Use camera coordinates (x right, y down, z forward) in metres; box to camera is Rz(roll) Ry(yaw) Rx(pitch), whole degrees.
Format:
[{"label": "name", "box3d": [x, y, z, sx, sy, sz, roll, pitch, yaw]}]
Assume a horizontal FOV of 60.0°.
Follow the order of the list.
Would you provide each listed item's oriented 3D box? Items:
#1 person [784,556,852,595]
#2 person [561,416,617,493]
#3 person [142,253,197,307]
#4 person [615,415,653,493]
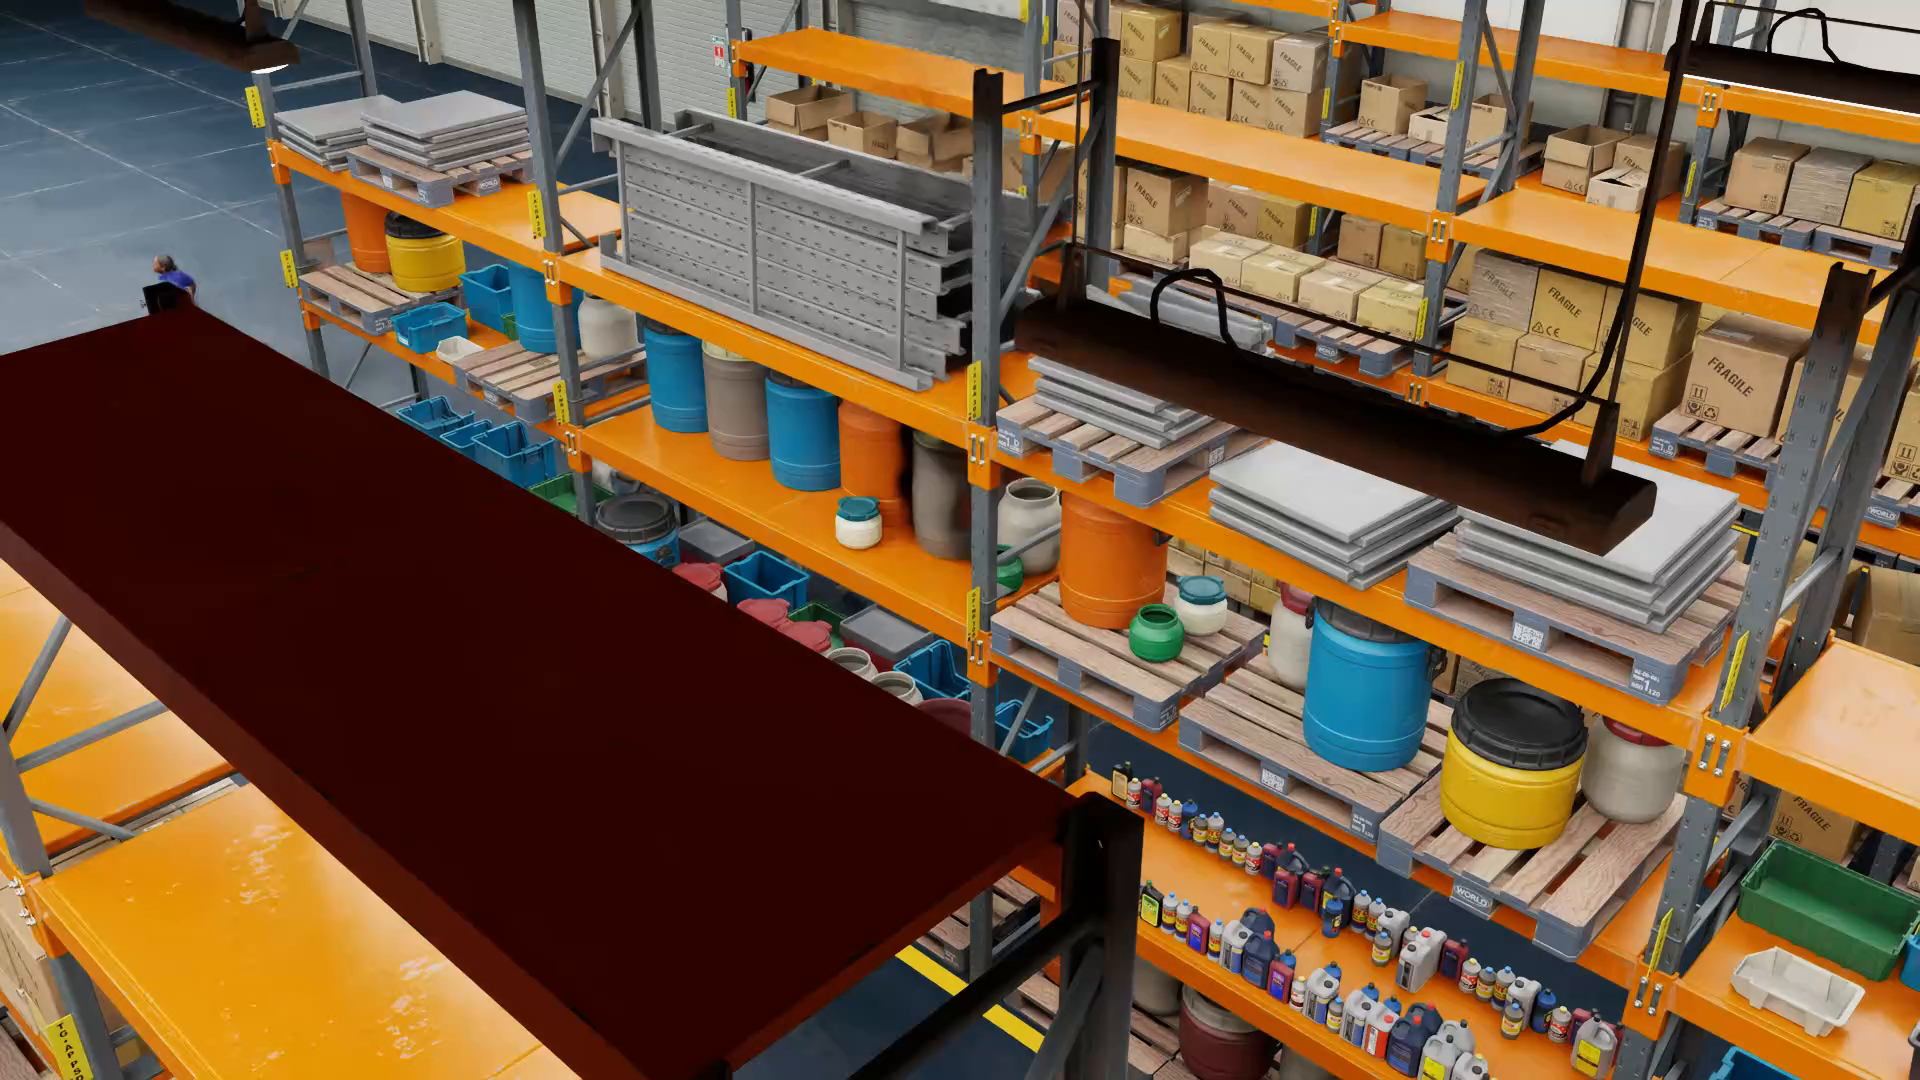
[{"label": "person", "box3d": [-1.303, -0.291, 14.934, 0.889, 1.805, 0.610, 20, 35, 31]}, {"label": "person", "box3d": [-3.340, -0.589, 15.600, 0.882, 1.699, 0.509, 15, 33, 24]}, {"label": "person", "box3d": [-8.954, -2.509, 19.040, 0.628, 1.614, 0.574, -8, 30, -13]}, {"label": "person", "box3d": [-3.452, -0.992, 16.304, 0.743, 1.717, 0.667, 14, 32, 24]}]
